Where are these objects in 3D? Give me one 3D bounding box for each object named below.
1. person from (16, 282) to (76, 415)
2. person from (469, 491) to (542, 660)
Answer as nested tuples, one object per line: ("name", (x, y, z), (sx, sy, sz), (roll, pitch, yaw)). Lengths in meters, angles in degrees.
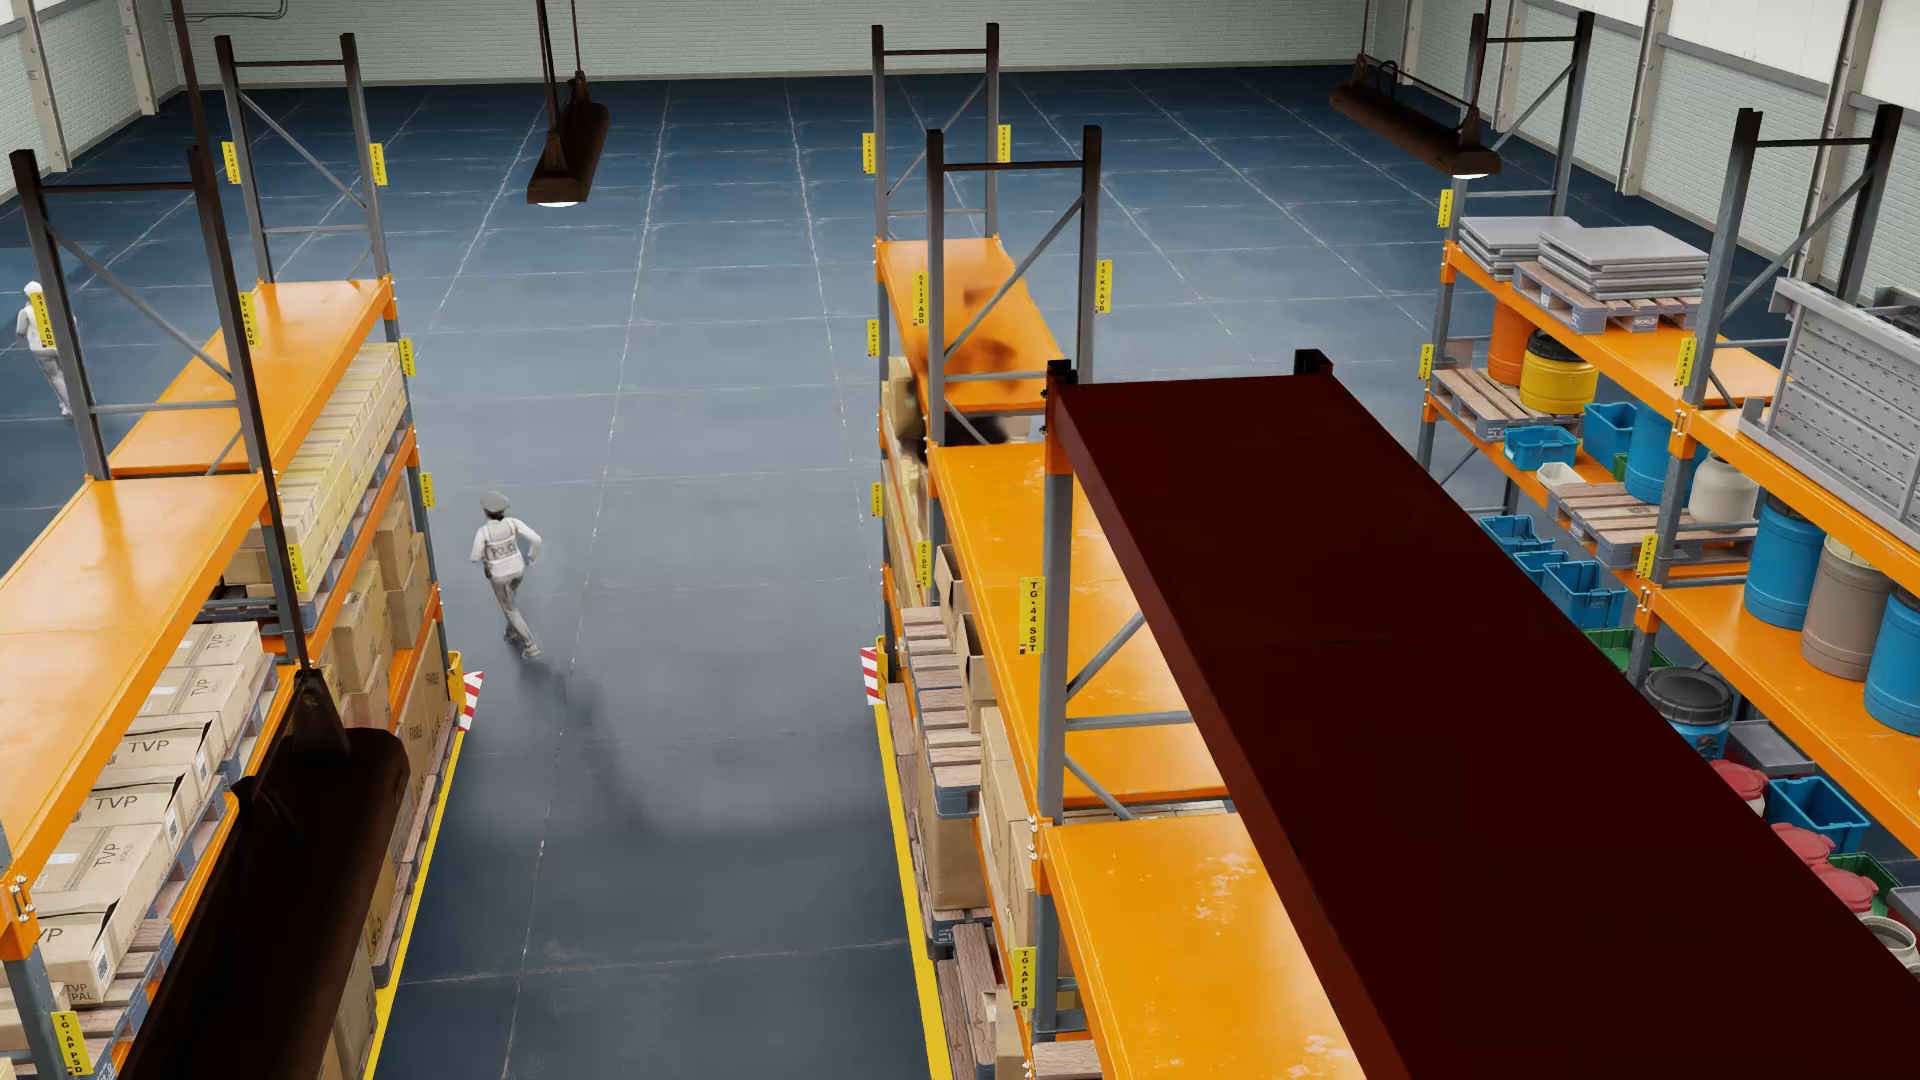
("person", (-11.851, -2.462, 21.641), (0.783, 1.833, 0.642), (18, 31, 33))
("person", (-4.322, 0.341, 15.808), (0.826, 1.719, 0.624), (22, 33, 38))
